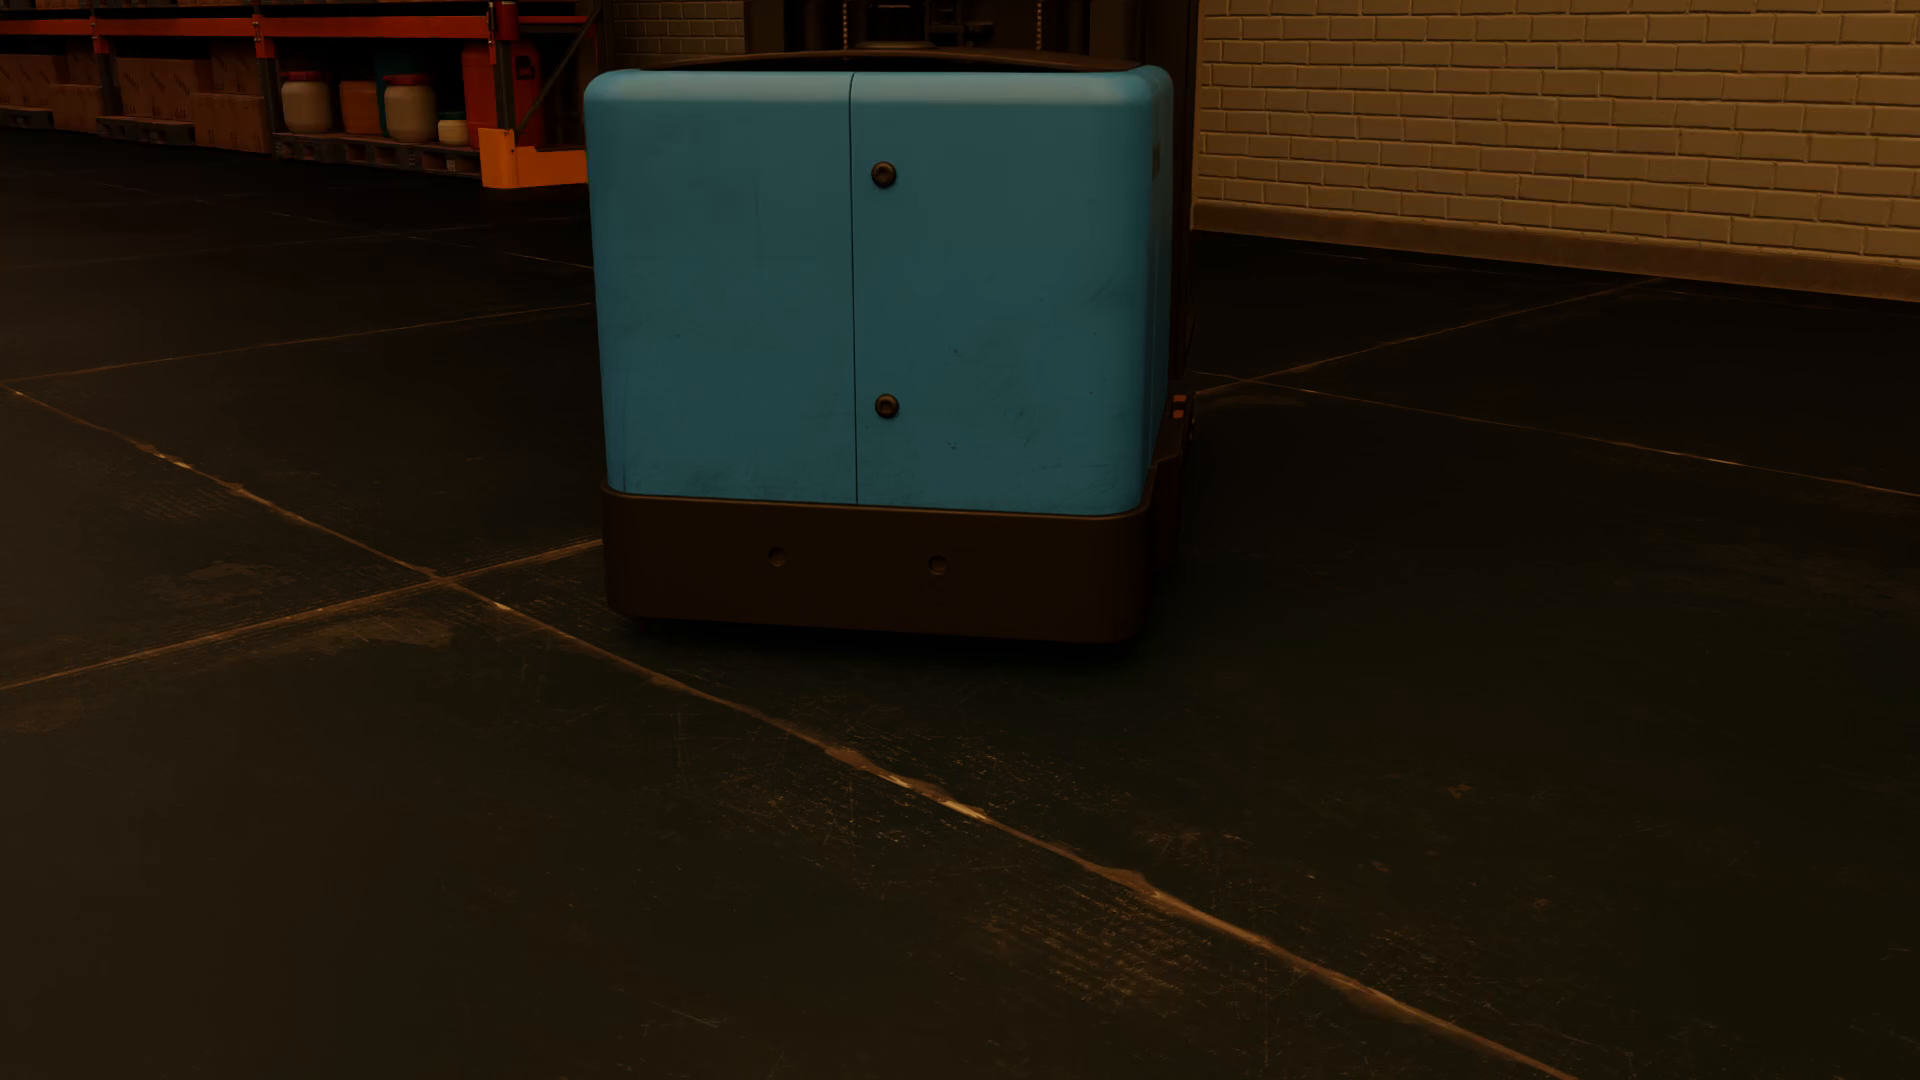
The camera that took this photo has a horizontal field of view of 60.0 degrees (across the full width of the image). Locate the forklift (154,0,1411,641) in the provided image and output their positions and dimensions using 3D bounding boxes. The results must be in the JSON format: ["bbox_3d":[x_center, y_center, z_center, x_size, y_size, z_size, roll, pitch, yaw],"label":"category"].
[{"bbox_3d":[-0.563,-1.469,3.684,3.031,2.935,1.130,7,18,21],"label":"forklift"}]
